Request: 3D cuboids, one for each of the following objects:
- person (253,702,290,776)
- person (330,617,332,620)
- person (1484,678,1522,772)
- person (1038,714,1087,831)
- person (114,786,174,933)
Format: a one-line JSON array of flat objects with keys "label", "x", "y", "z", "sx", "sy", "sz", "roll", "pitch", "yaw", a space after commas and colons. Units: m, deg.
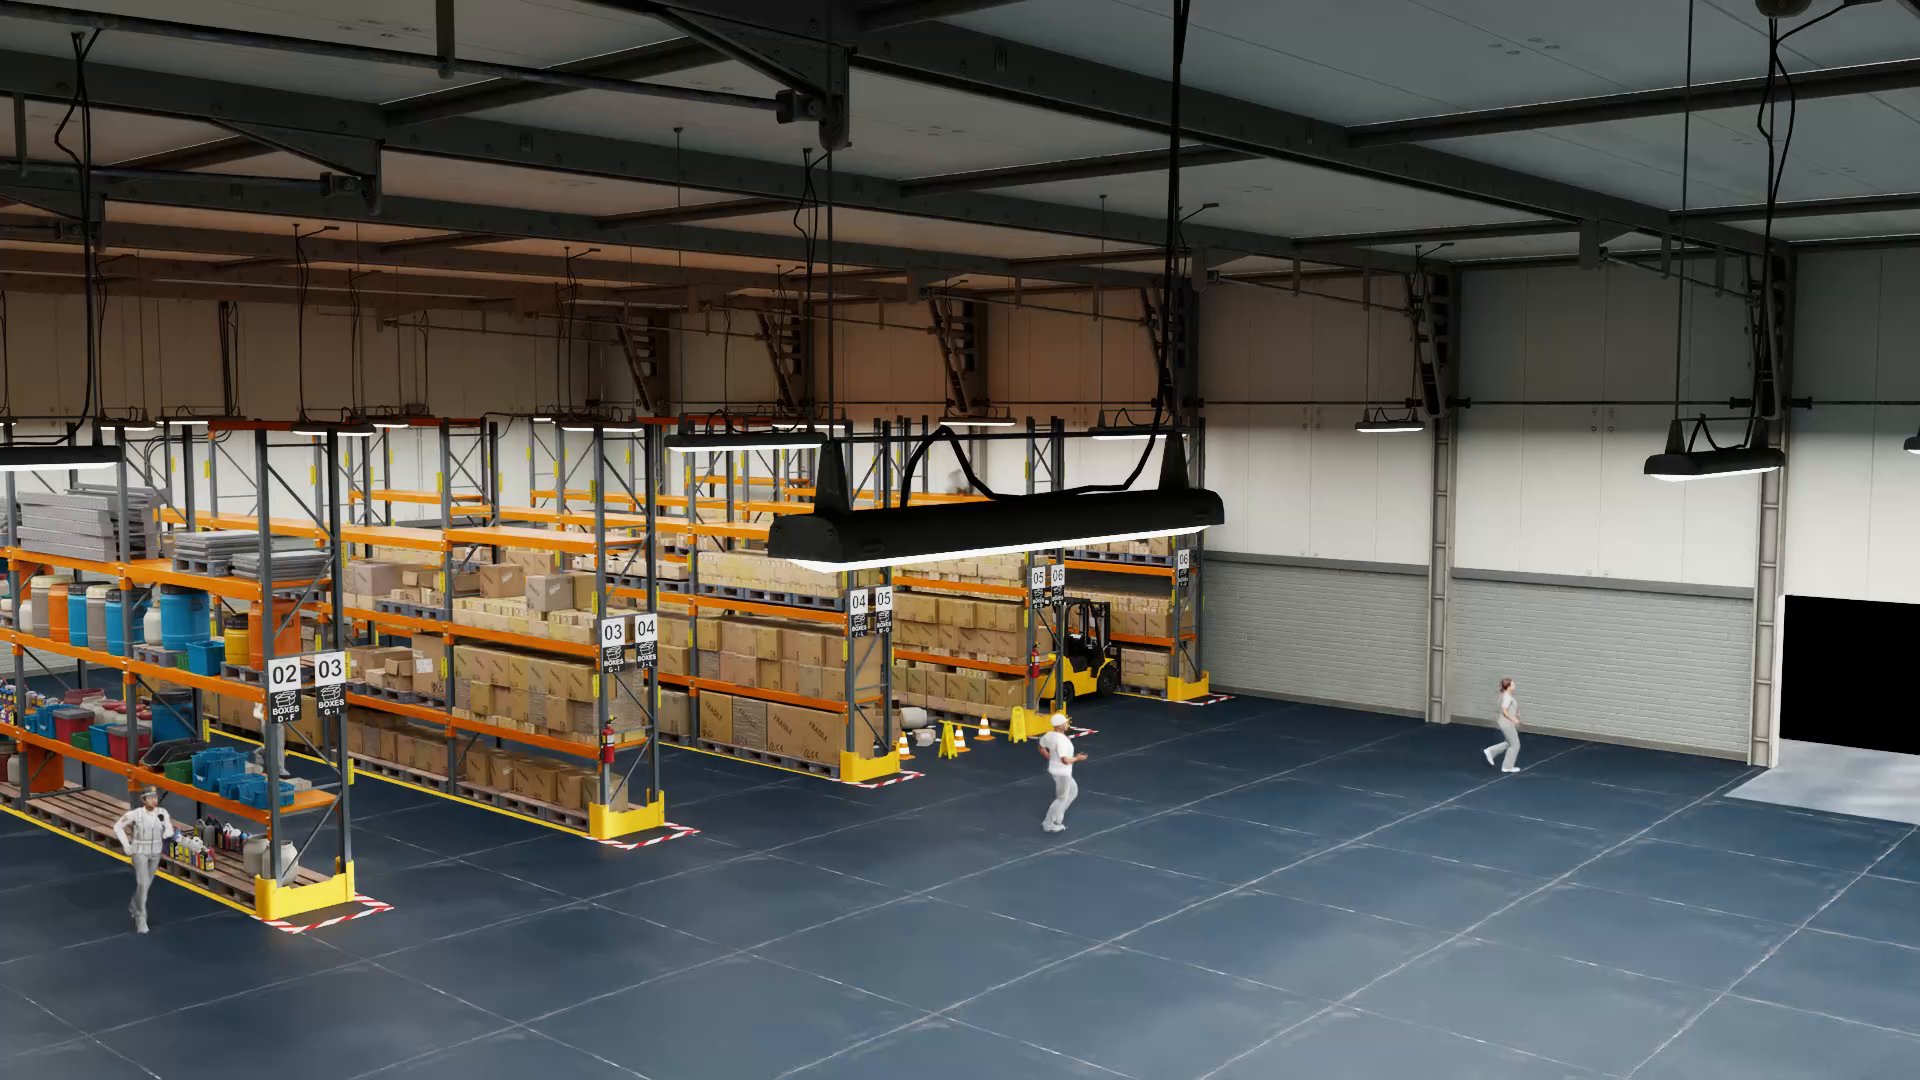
[{"label": "person", "x": -11.647, "y": 3.149, "z": 28.221, "sx": 0.949, "sy": 1.656, "sz": 0.630, "roll": 4, "pitch": 6, "yaw": 41}, {"label": "person", "x": -13.851, "y": 2.493, "z": 36.477, "sx": 0.634, "sy": 1.677, "sz": 0.860, "roll": -4, "pitch": 6, "yaw": -38}, {"label": "person", "x": 9.295, "y": 3.157, "z": 28.396, "sx": 0.621, "sy": 1.626, "sz": 0.555, "roll": 1, "pitch": 5, "yaw": 8}, {"label": "person", "x": 1.526, "y": 3.427, "z": 24.451, "sx": 0.649, "sy": 1.772, "sz": 0.661, "roll": -1, "pitch": 5, "yaw": -11}, {"label": "person", "x": -9.869, "y": 3.833, "z": 20.179, "sx": 0.746, "sy": 1.736, "sz": 0.622, "roll": 4, "pitch": 6, "yaw": 40}]
